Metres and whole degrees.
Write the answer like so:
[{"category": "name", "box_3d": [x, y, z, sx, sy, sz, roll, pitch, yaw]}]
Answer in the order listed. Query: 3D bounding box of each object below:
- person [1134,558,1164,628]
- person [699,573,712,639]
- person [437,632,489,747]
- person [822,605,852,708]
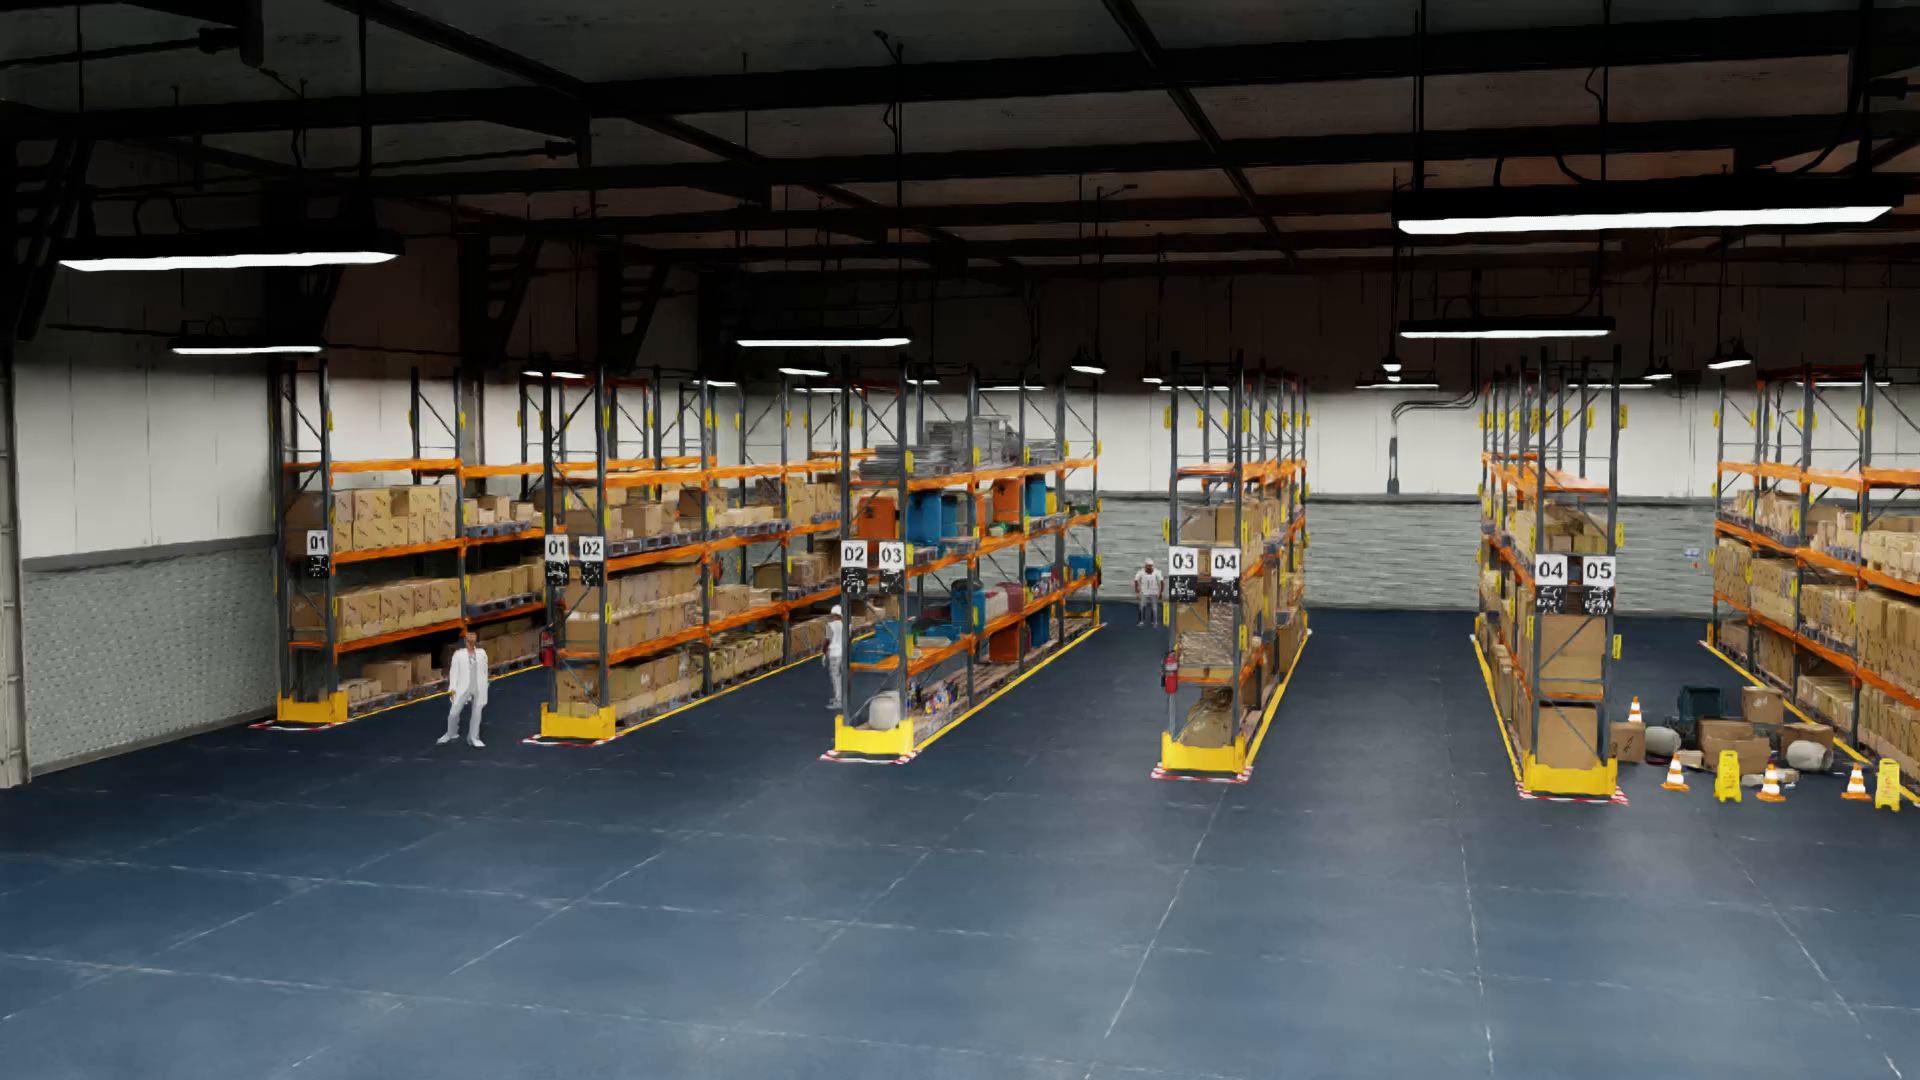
[{"category": "person", "box_3d": [4.538, 1.278, 40.000, 0.708, 1.714, 0.572, 1, 4, 12]}, {"category": "person", "box_3d": [-5.495, 1.535, 36.362, 0.449, 1.679, 0.540, -1, 4, -14]}, {"category": "person", "box_3d": [-7.618, 2.286, 25.489, 0.786, 1.769, 0.558, -2, 5, -25]}, {"category": "person", "box_3d": [-2.148, 2.011, 29.016, 0.577, 1.783, 0.662, 4, 6, 42]}]
